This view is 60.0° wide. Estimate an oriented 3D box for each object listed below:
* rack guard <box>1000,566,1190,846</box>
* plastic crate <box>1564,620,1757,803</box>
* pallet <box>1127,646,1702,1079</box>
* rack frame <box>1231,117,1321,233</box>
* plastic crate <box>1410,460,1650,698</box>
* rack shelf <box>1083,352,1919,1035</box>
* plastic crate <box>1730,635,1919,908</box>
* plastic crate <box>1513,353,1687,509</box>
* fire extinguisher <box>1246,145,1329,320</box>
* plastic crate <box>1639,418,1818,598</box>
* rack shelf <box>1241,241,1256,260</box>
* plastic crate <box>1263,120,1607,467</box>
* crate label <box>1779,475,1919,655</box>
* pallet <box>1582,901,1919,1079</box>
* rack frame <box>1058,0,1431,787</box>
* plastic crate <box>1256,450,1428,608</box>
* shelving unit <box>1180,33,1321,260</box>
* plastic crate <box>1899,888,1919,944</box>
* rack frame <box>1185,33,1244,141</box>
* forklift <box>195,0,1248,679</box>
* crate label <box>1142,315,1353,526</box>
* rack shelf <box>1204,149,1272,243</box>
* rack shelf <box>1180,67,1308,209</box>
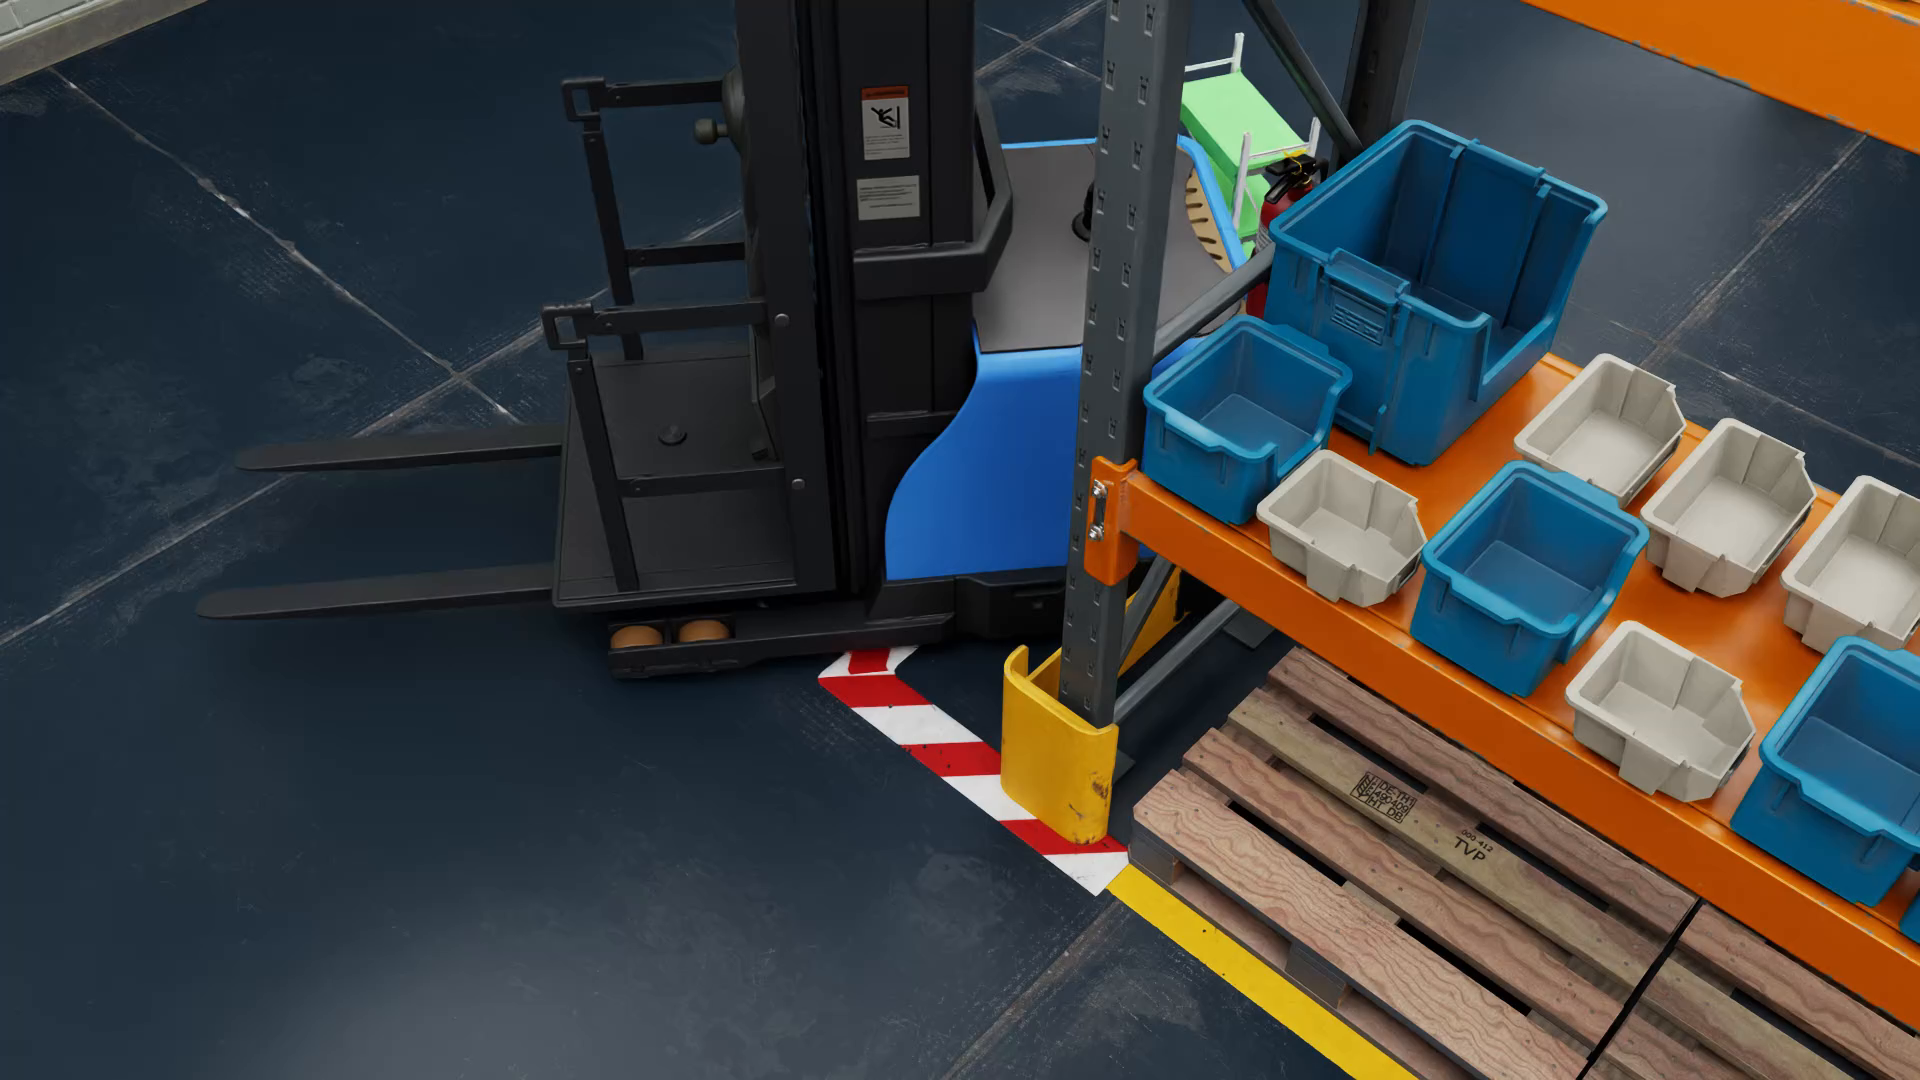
[{"bbox_3d":[0.608,0.274,4.650,0.348,0.500,1.175,34,55,28],"label":"rack guard"},{"bbox_3d":[1.271,0.329,3.023,0.298,0.136,0.250,34,55,28],"label":"plastic crate"},{"bbox_3d":[1.214,0.806,4.348,1.213,0.211,1.003,34,55,28],"label":"pallet"},{"bbox_3d":[0.912,-0.761,5.141,0.240,1.200,0.015,-15,49,-14],"label":"rack frame"},{"bbox_3d":[1.076,0.084,3.188,0.300,0.233,0.416,34,55,28],"label":"plastic crate"},{"bbox_3d":[2.104,0.658,3.068,4.000,0.370,1.077,34,55,28],"label":"rack shelf"},{"bbox_3d":[1.560,0.409,2.882,0.300,0.233,0.416,34,55,28],"label":"plastic crate"},{"bbox_3d":[1.357,-0.201,3.521,0.243,0.136,0.396,34,55,28],"label":"plastic crate"},{"bbox_3d":[0.832,-0.741,4.197,0.183,0.674,0.296,34,55,28],"label":"fire extinguisher"},{"bbox_3d":[1.560,-0.050,3.379,0.243,0.136,0.396,34,55,28],"label":"plastic crate"},{"bbox_3d":[0.828,-0.884,5.344,0.258,0.148,0.480,-15,49,-14],"label":"rack shelf"},{"bbox_3d":[1.007,-0.544,3.638,0.499,0.435,0.616,34,55,28],"label":"plastic crate"},{"bbox_3d":[1.781,0.075,3.262,0.243,0.136,0.396,34,55,28],"label":"crate label"},{"bbox_3d":[2.106,1.409,3.782,1.213,0.211,1.003,34,55,28],"label":"pallet"},{"bbox_3d":[0.634,-0.577,3.734,0.127,3.000,1.000,34,55,28],"label":"rack frame"},{"bbox_3d":[0.772,-0.006,3.338,0.298,0.136,0.250,34,55,28],"label":"plastic crate"},{"bbox_3d":[0.828,-0.928,5.298,0.258,1.200,0.503,-15,49,-14],"label":"shelving unit"},{"bbox_3d":[1.781,0.558,2.743,0.300,0.233,0.416,34,55,28],"label":"plastic crate"},{"bbox_3d":[0.745,-1.095,5.454,0.240,1.200,0.015,-15,49,-14],"label":"rack frame"},{"bbox_3d":[-0.717,-1.006,4.184,3.031,2.935,1.130,-5,47,-5],"label":"forklift"},{"bbox_3d":[0.593,-0.242,3.493,0.303,0.233,0.416,34,55,28],"label":"crate label"},{"bbox_3d":[0.829,-1.048,5.169,0.258,0.148,0.480,-15,49,-14],"label":"rack shelf"},{"bbox_3d":[0.829,-1.213,4.994,0.258,0.148,0.480,-15,49,-14],"label":"rack shelf"}]
